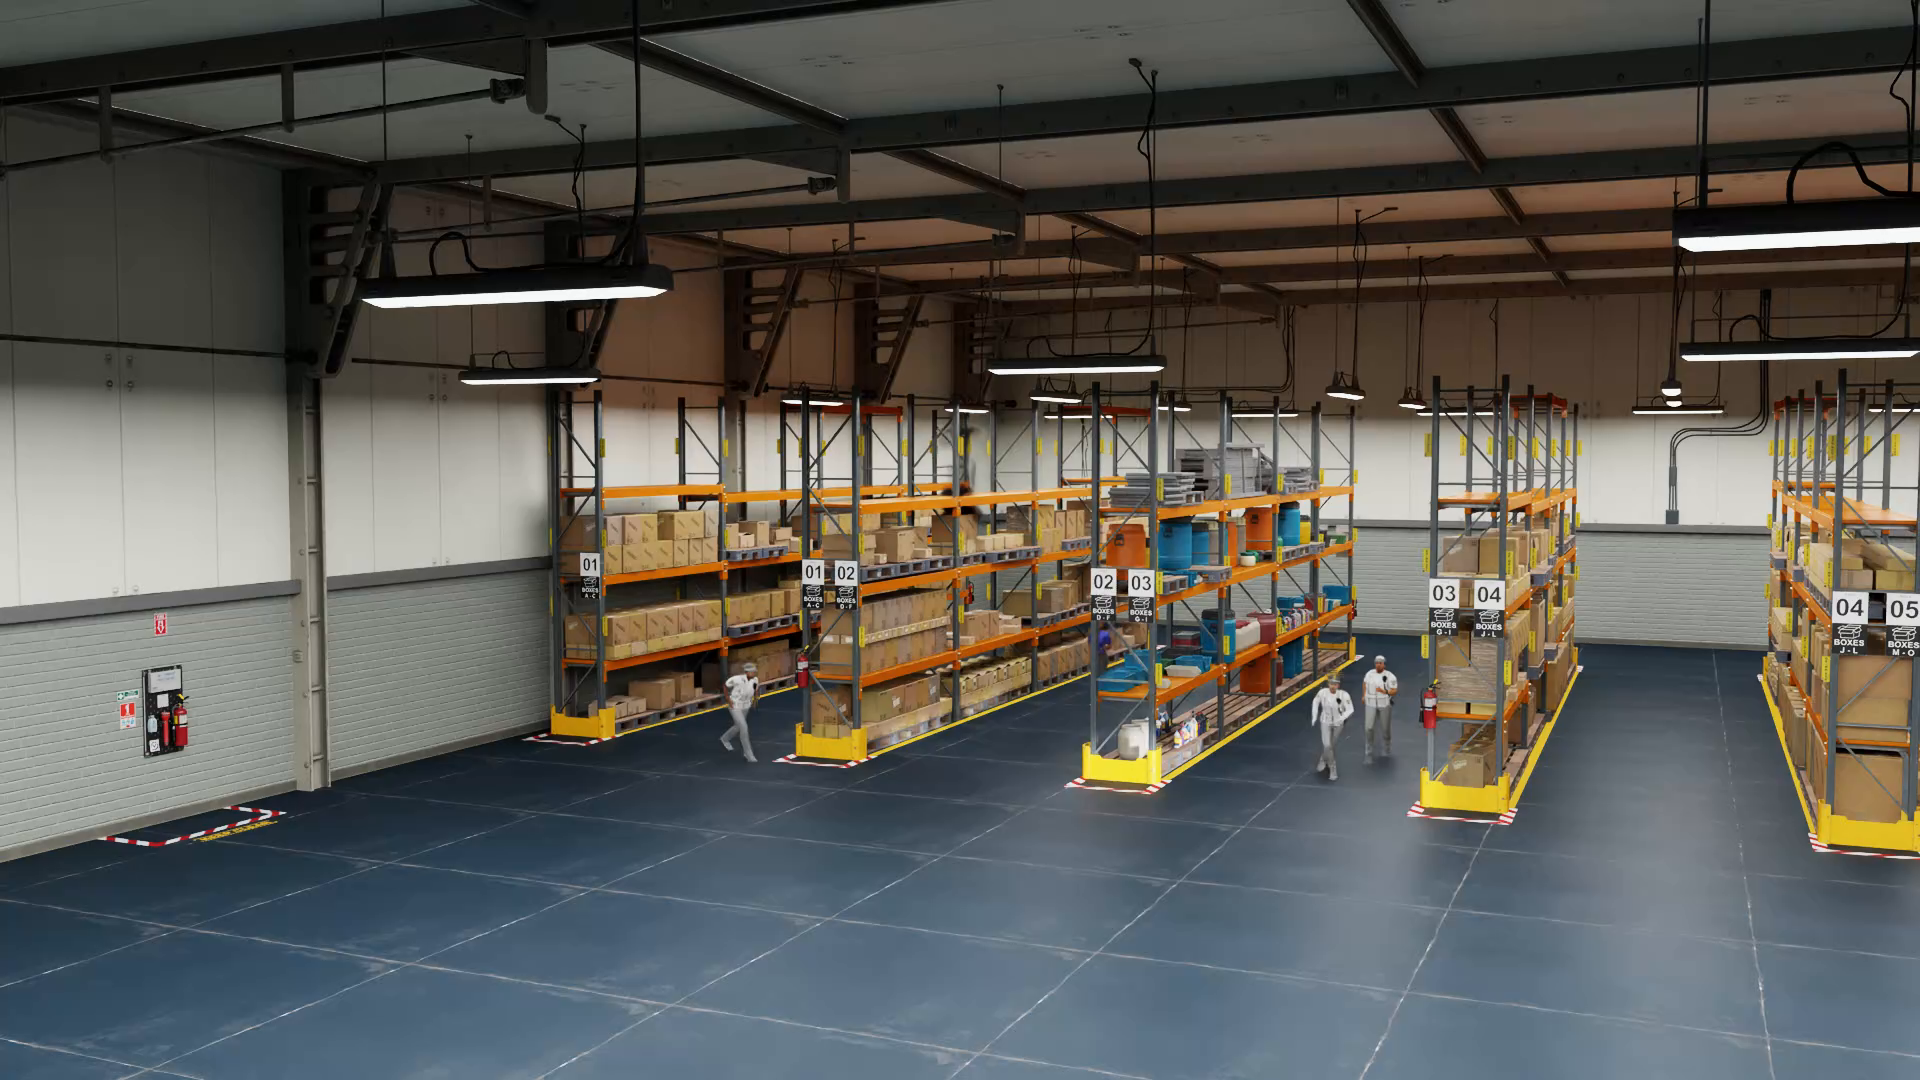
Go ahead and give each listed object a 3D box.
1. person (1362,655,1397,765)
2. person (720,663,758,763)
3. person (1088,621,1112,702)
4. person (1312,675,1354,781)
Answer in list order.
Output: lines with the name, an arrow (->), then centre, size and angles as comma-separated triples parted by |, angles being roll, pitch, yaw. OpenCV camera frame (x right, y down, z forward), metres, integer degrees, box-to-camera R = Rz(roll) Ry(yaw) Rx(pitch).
person -> 6.707, 2.702, 26.602 | 0.582, 1.711, 0.805 | 1, 3, 22
person -> -3.593, 2.752, 26.797 | 0.612, 1.627, 0.986 | -3, 4, -39
person -> 2.738, 2.380, 32.833 | 0.550, 1.670, 0.676 | 1, 3, 17
person -> 5.684, 2.818, 25.386 | 0.619, 1.623, 0.807 | 1, 3, 11
